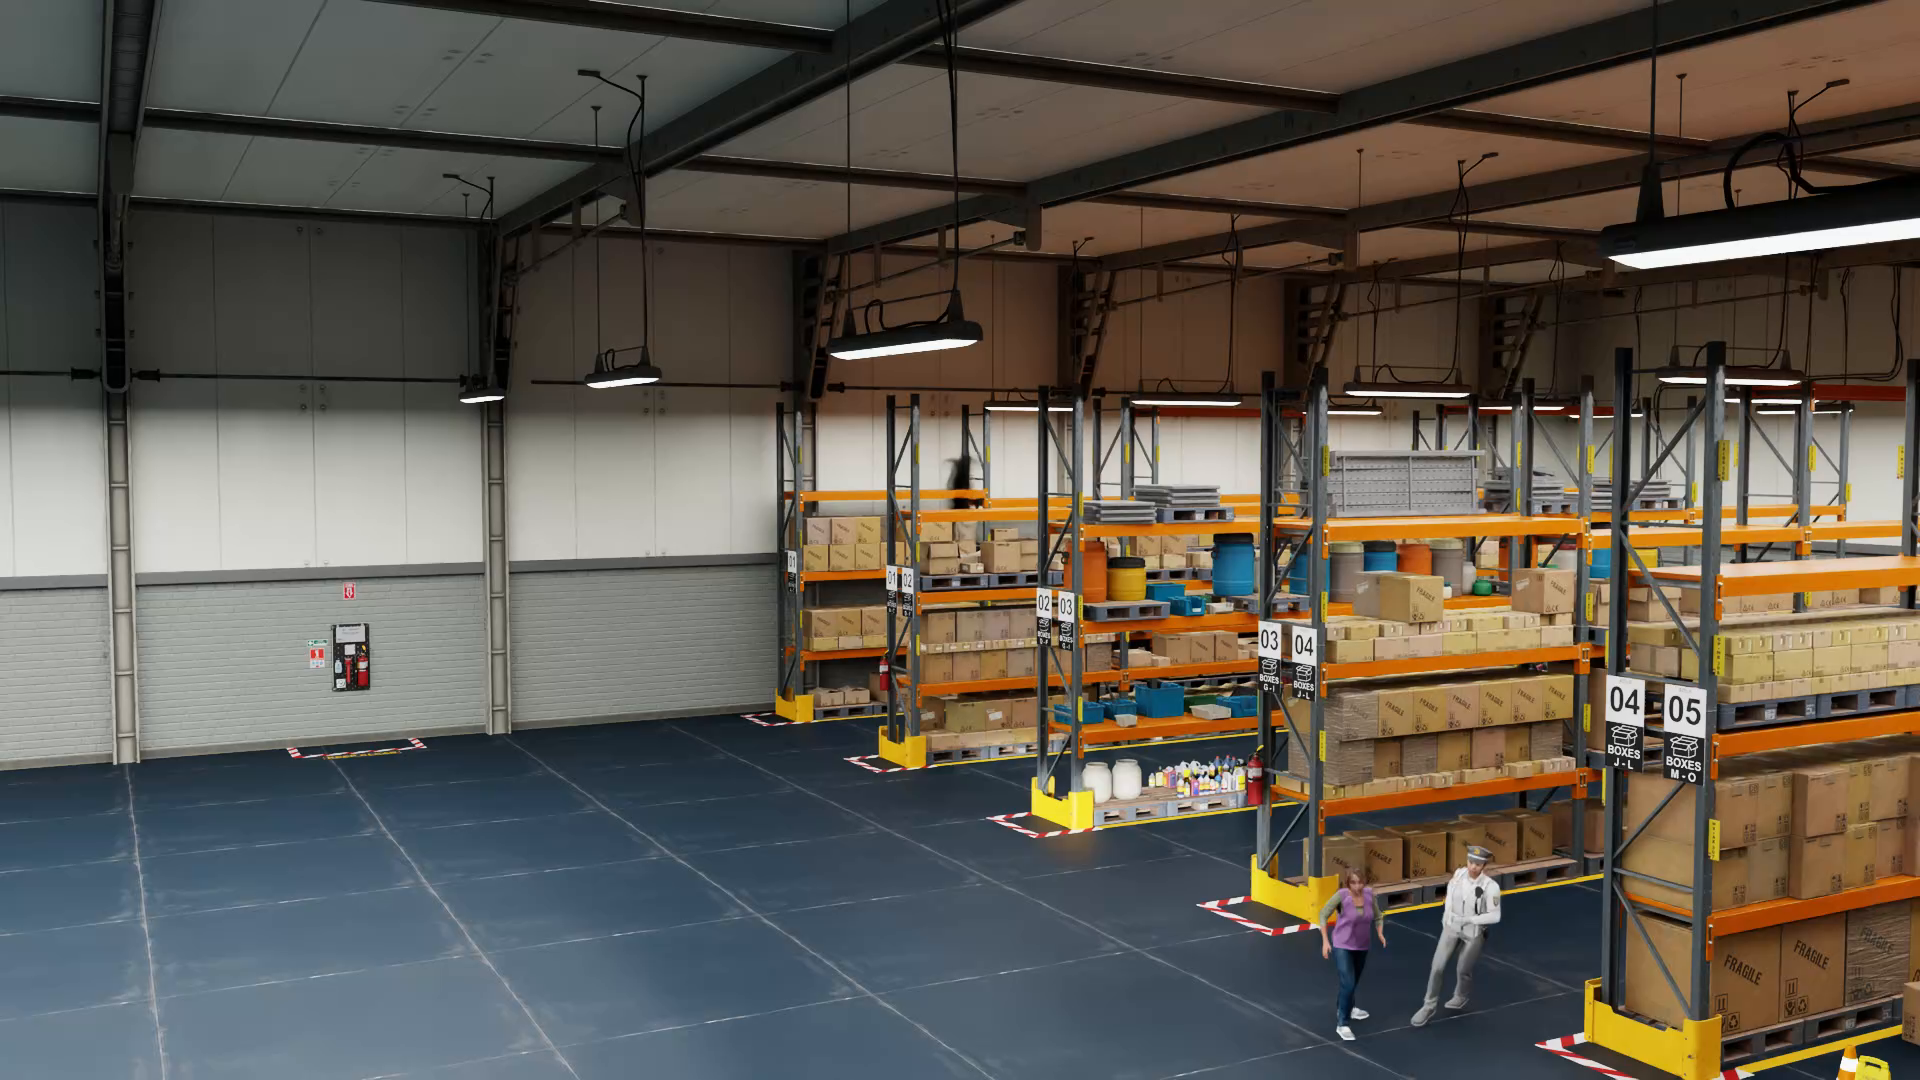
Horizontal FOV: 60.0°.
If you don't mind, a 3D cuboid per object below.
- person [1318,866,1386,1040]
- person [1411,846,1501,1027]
[{"bbox_3d":[3.465,3.603,14.606,0.602,1.482,0.780,-1,3,-20],"label":"person"},{"bbox_3d":[4.479,3.480,14.796,0.708,1.628,0.773,2,4,34],"label":"person"}]
